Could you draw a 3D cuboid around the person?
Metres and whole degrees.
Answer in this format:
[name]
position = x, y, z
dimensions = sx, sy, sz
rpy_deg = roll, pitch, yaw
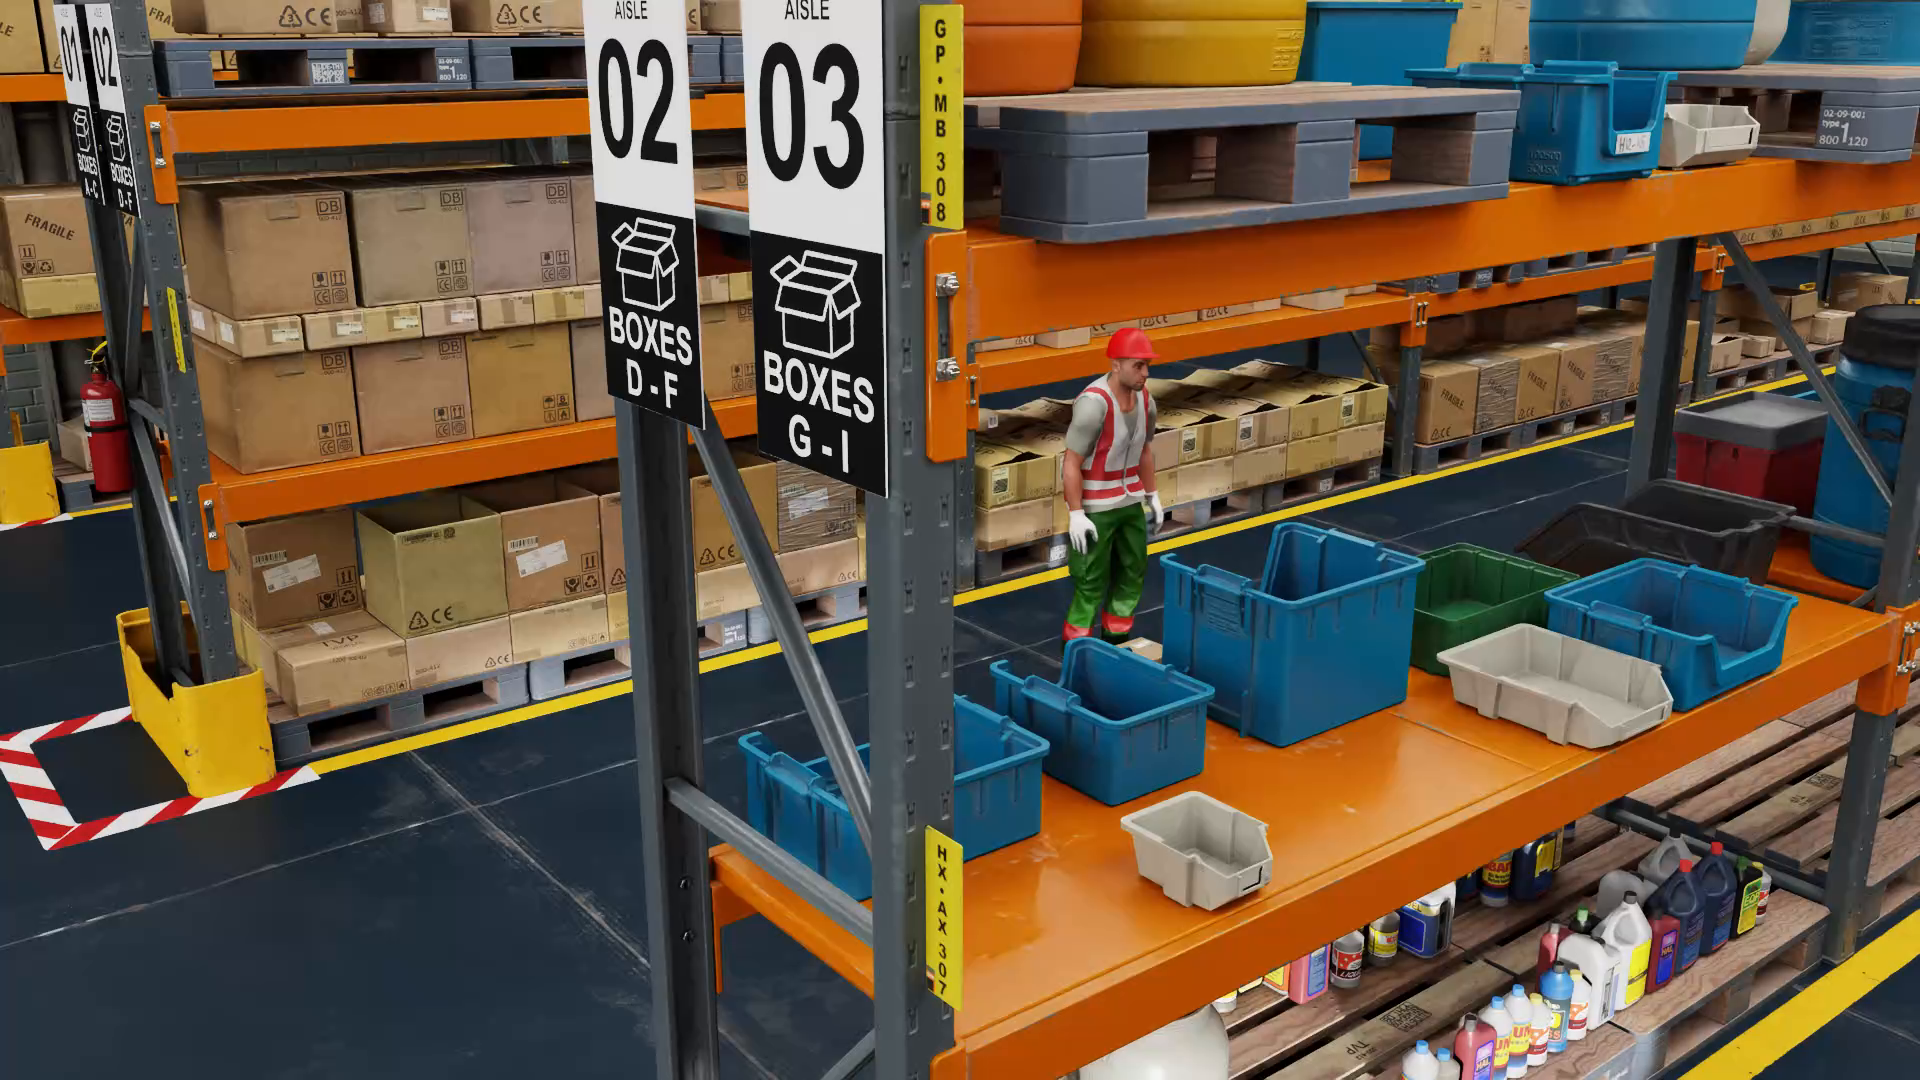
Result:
[person]
position = 0.736, -0.137, 7.956
dimensions = 0.621, 1.781, 0.445
rpy_deg = -15, 23, -39
